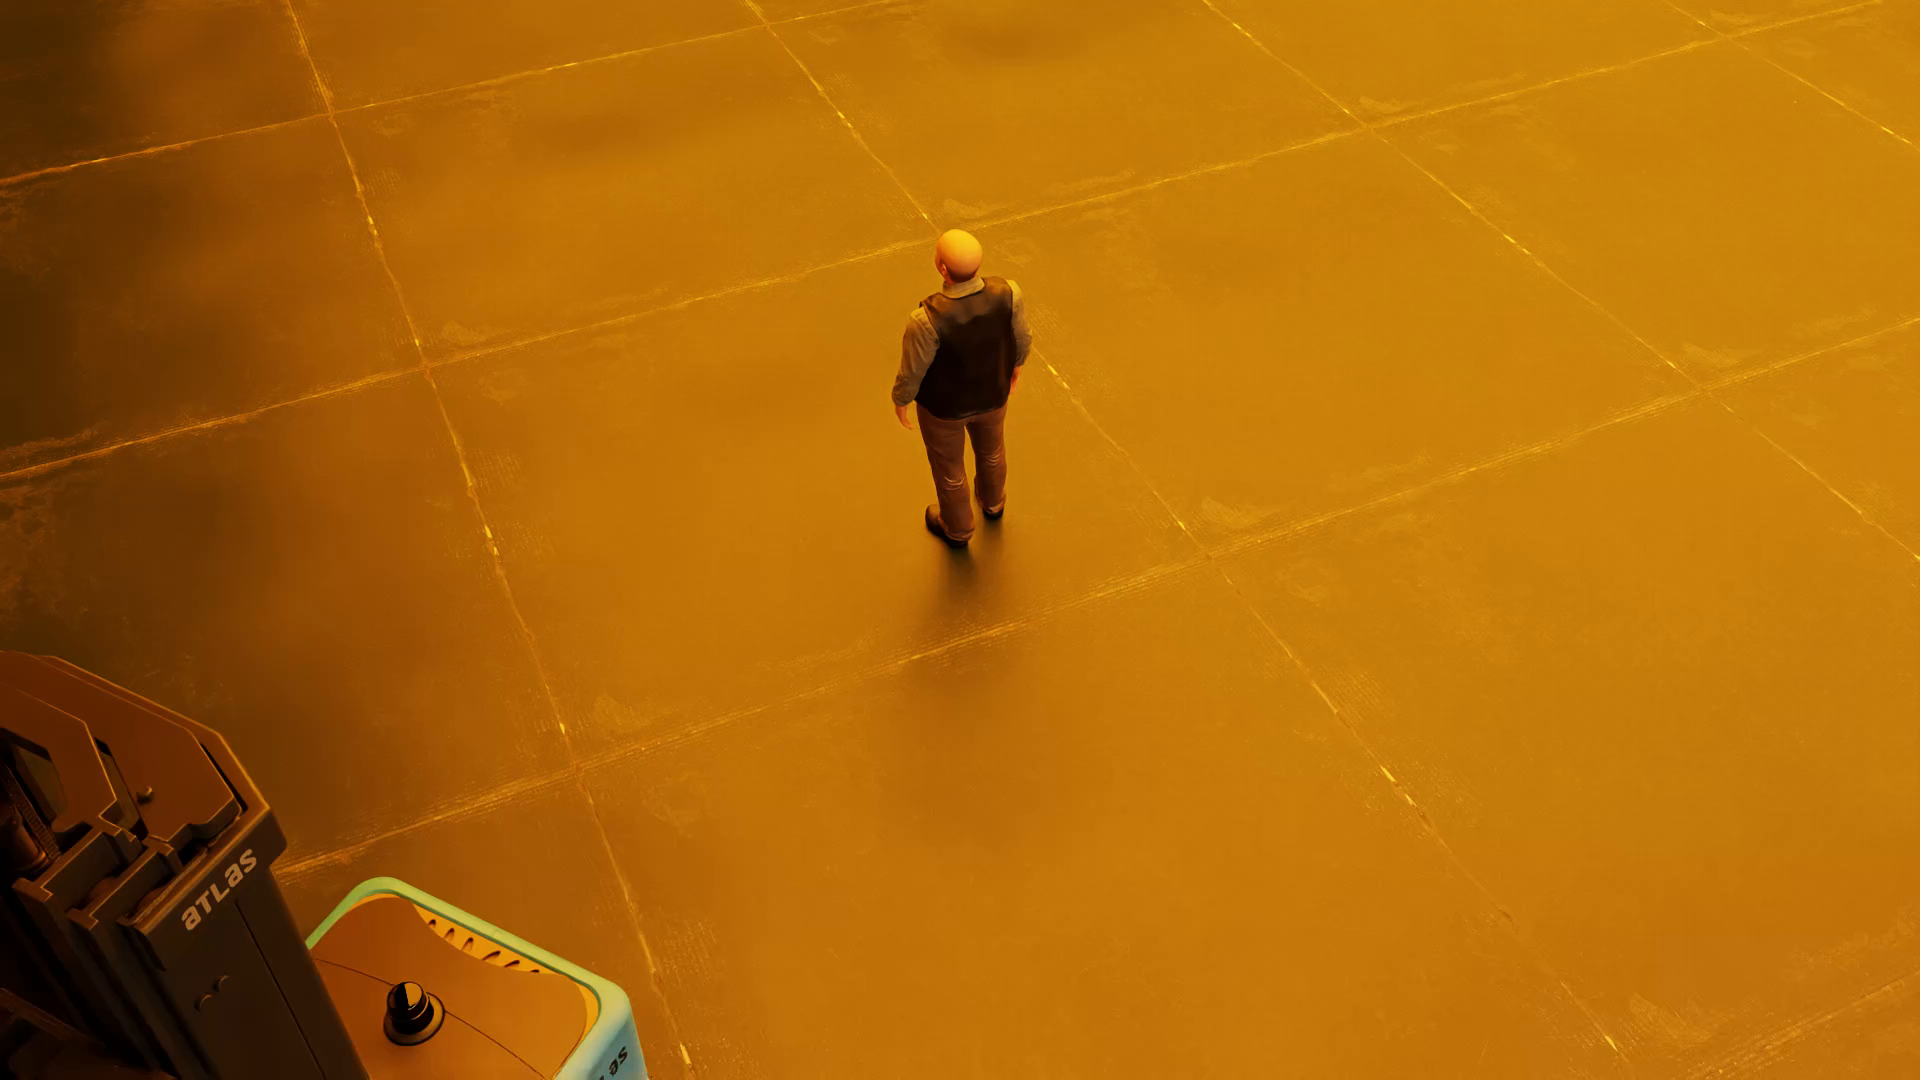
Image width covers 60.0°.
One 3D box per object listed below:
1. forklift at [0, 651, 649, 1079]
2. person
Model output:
[{"bbox_3d":[-2.062,1.783,3.770,1.130,2.935,3.031,19,46,19],"label":"forklift"},{"bbox_3d":[-0.020,-0.675,7.280,0.633,1.722,0.566,-18,46,-18],"label":"person"}]
